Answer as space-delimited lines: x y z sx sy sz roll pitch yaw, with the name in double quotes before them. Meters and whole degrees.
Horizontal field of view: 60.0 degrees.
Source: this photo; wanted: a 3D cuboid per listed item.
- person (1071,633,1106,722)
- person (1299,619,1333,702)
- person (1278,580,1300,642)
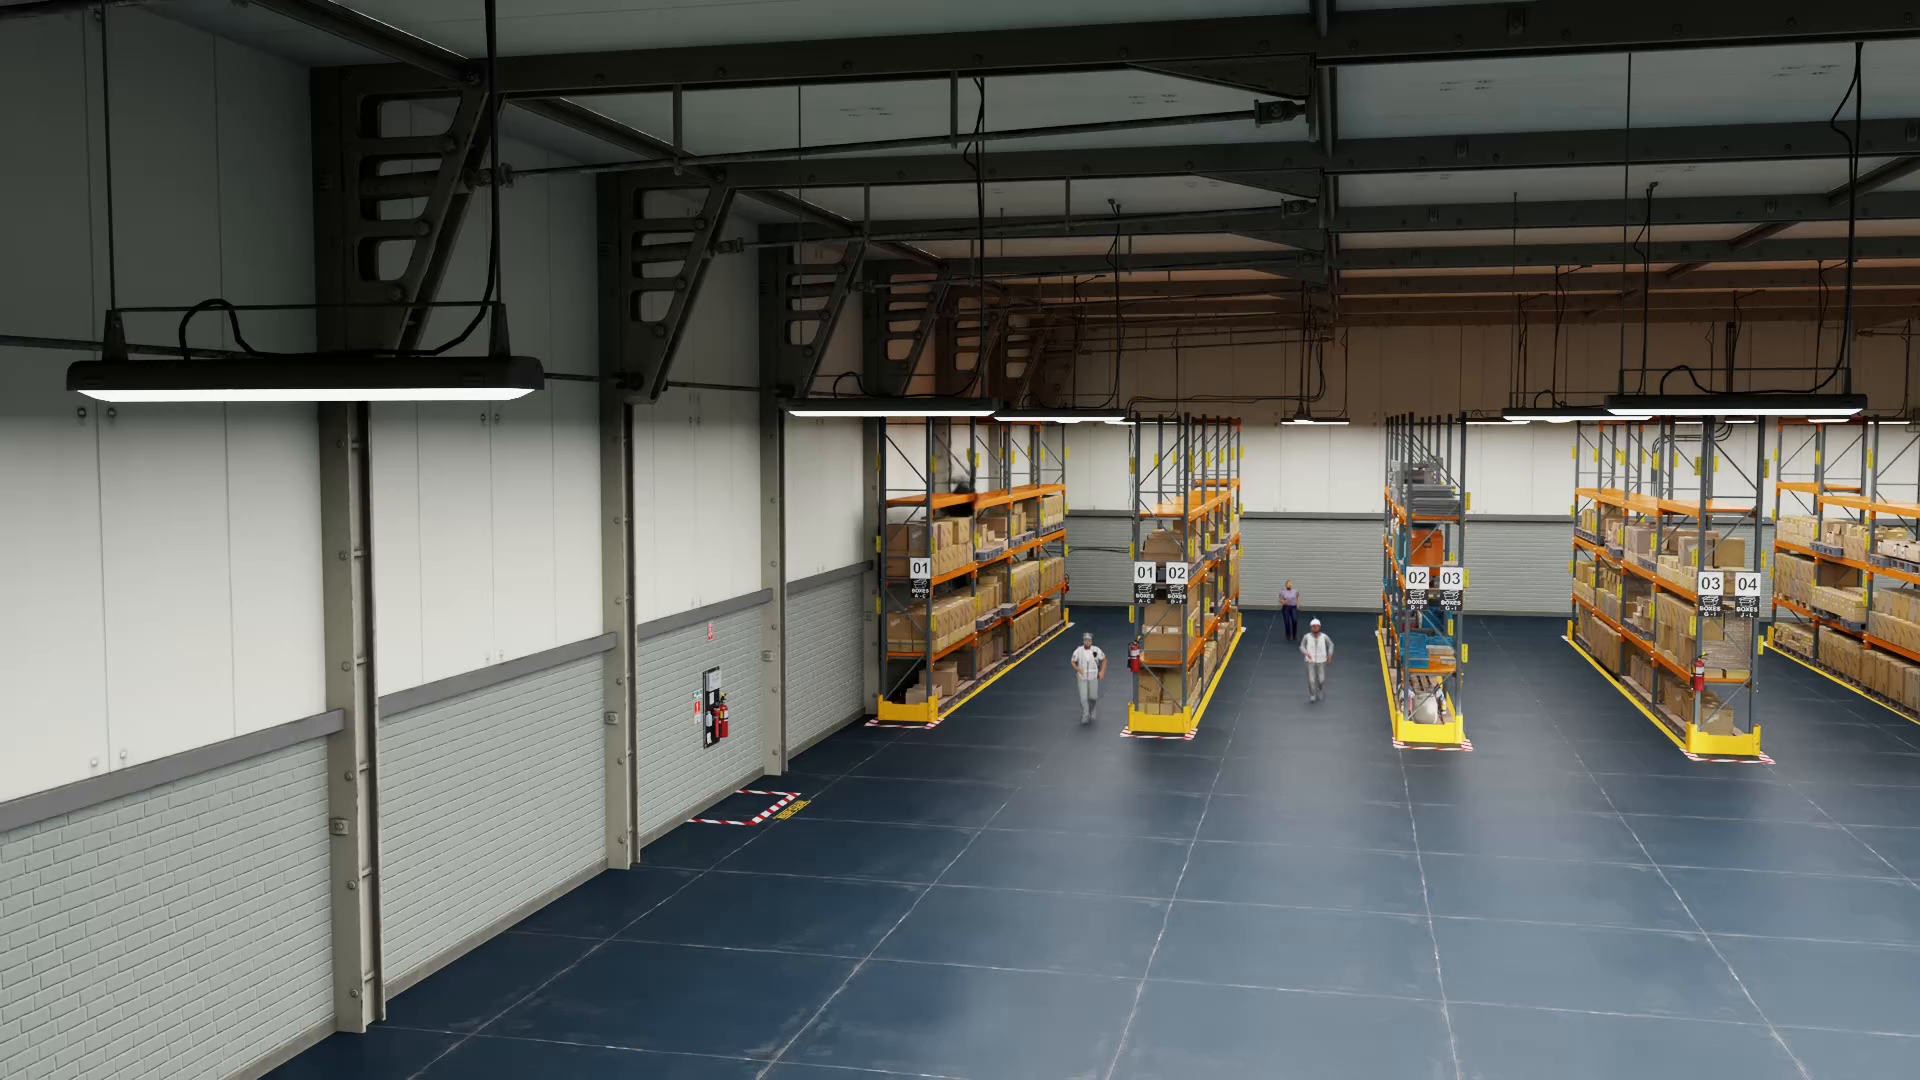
"person" 2.484 2.670 32.239 0.669 1.744 0.591 0 4 4
"person" 7.396 2.513 34.495 0.699 1.729 0.584 1 4 10
"person" 8.820 1.913 44.575 0.580 1.691 0.688 0 4 7
